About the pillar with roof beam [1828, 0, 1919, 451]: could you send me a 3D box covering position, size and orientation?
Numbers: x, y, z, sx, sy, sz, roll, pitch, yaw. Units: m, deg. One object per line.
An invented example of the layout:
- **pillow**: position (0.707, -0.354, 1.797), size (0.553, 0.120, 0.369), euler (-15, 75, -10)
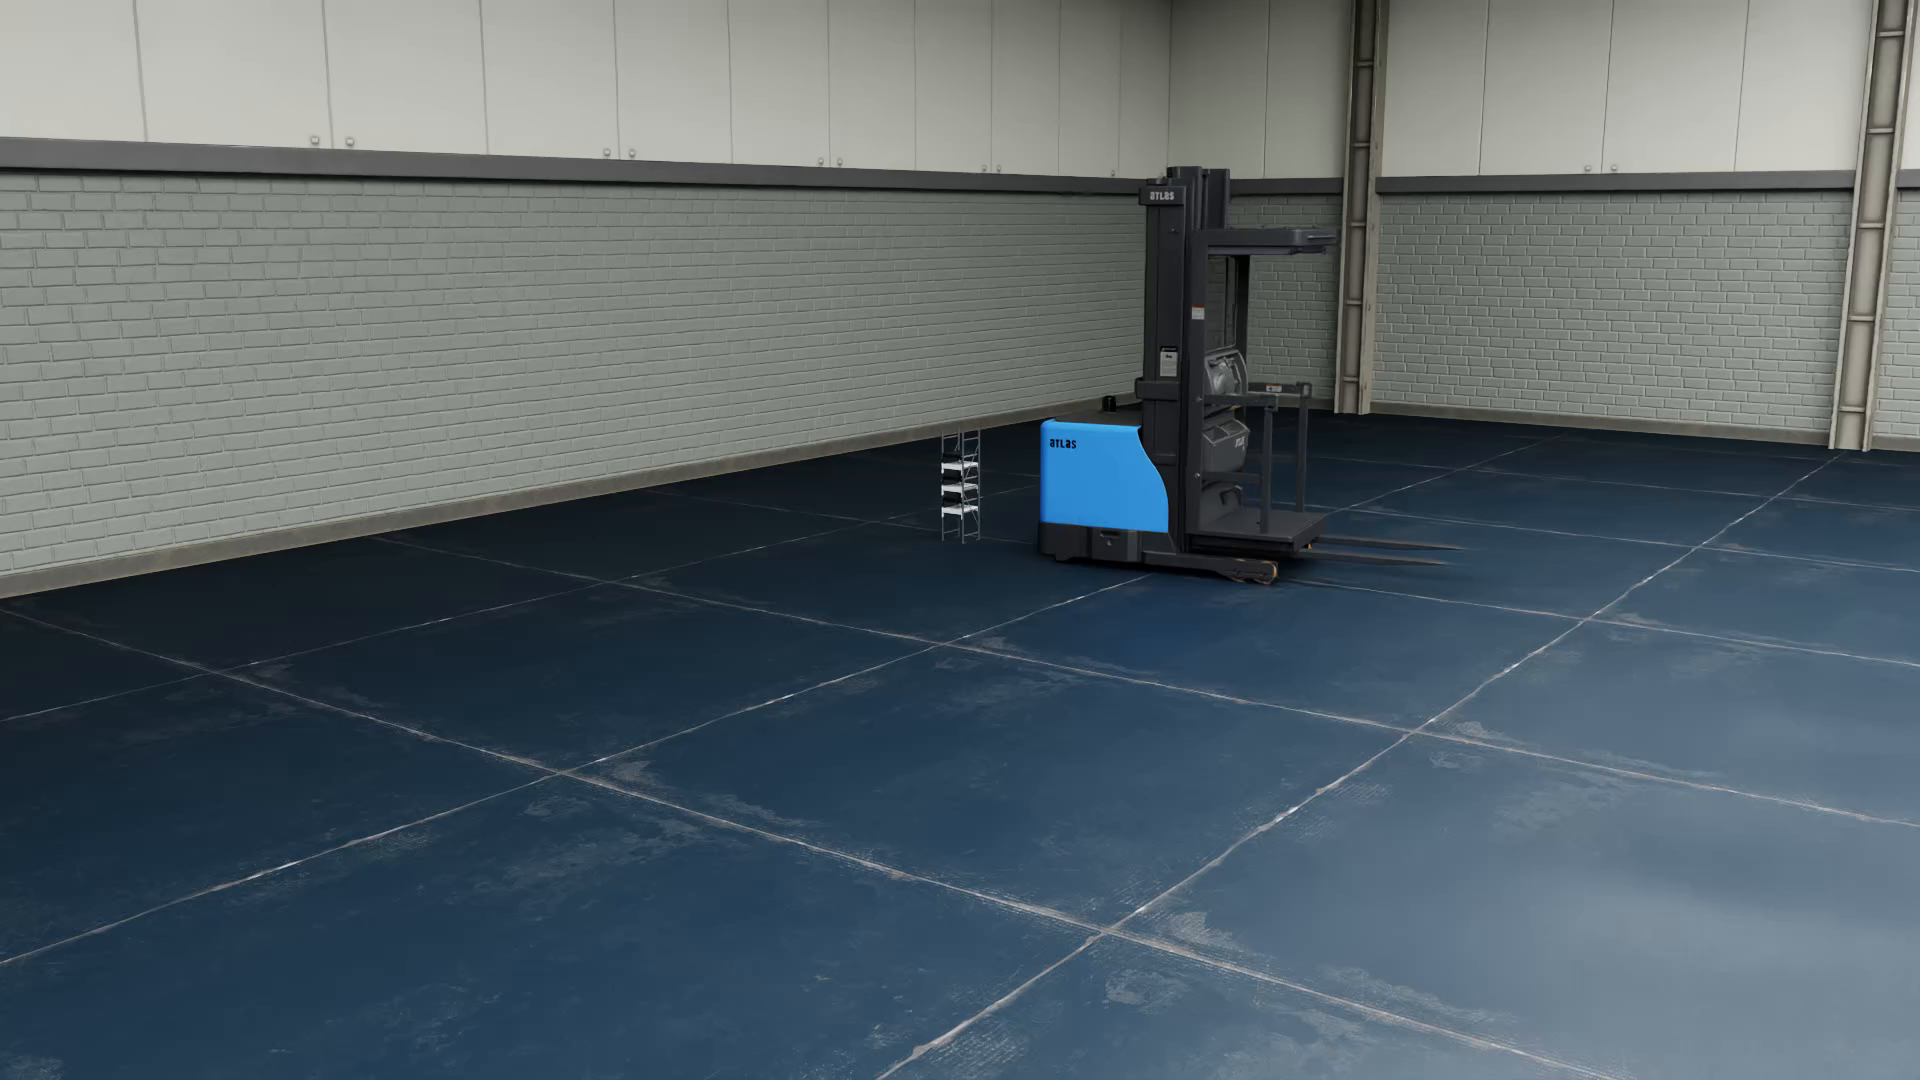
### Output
- **pillar with roof beam**: position (7.568, -4.799, 14.644), size (0.400, 9.000, 9.100), euler (8, 13, 36)

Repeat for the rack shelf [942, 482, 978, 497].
- **rack shelf**: position (0.007, -0.408, 13.446), size (0.200, 0.077, 0.258), euler (8, 13, 36)

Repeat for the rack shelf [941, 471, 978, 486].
- **rack shelf**: position (0.007, -0.497, 13.429), size (0.200, 0.077, 0.258), euler (8, 13, 36)

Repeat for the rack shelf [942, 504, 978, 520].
- **rack shelf**: position (0.007, -0.231, 13.480), size (0.200, 0.077, 0.258), euler (8, 13, 36)

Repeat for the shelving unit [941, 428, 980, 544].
- **shelving unit**: position (0.007, -0.441, 13.439), size (0.210, 0.900, 0.258), euler (8, 13, 36)

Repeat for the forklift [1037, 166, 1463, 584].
- **forklift**: position (2.147, -1.237, 12.205), size (3.031, 2.935, 1.130), euler (5, 12, 25)

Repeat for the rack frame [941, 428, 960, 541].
- **rack frame**: position (-0.075, -0.452, 13.499), size (0.006, 0.900, 0.240), euler (8, 13, 36)

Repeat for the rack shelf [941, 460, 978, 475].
- **rack shelf**: position (0.007, -0.585, 13.412), size (0.200, 0.077, 0.258), euler (8, 13, 36)

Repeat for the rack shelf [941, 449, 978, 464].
- **rack shelf**: position (0.007, -0.673, 13.395), size (0.200, 0.077, 0.258), euler (8, 13, 36)

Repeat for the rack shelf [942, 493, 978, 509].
- **rack shelf**: position (0.007, -0.320, 13.463), size (0.200, 0.077, 0.258), euler (8, 13, 36)

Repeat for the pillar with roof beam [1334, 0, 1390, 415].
- **pillar with roof beam**: position (2.732, -5.474, 18.131), size (0.400, 9.000, 9.100), euler (8, 13, 36)

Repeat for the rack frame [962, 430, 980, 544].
- **rack frame**: position (0.088, -0.429, 13.380), size (0.006, 0.900, 0.240), euler (8, 13, 36)
